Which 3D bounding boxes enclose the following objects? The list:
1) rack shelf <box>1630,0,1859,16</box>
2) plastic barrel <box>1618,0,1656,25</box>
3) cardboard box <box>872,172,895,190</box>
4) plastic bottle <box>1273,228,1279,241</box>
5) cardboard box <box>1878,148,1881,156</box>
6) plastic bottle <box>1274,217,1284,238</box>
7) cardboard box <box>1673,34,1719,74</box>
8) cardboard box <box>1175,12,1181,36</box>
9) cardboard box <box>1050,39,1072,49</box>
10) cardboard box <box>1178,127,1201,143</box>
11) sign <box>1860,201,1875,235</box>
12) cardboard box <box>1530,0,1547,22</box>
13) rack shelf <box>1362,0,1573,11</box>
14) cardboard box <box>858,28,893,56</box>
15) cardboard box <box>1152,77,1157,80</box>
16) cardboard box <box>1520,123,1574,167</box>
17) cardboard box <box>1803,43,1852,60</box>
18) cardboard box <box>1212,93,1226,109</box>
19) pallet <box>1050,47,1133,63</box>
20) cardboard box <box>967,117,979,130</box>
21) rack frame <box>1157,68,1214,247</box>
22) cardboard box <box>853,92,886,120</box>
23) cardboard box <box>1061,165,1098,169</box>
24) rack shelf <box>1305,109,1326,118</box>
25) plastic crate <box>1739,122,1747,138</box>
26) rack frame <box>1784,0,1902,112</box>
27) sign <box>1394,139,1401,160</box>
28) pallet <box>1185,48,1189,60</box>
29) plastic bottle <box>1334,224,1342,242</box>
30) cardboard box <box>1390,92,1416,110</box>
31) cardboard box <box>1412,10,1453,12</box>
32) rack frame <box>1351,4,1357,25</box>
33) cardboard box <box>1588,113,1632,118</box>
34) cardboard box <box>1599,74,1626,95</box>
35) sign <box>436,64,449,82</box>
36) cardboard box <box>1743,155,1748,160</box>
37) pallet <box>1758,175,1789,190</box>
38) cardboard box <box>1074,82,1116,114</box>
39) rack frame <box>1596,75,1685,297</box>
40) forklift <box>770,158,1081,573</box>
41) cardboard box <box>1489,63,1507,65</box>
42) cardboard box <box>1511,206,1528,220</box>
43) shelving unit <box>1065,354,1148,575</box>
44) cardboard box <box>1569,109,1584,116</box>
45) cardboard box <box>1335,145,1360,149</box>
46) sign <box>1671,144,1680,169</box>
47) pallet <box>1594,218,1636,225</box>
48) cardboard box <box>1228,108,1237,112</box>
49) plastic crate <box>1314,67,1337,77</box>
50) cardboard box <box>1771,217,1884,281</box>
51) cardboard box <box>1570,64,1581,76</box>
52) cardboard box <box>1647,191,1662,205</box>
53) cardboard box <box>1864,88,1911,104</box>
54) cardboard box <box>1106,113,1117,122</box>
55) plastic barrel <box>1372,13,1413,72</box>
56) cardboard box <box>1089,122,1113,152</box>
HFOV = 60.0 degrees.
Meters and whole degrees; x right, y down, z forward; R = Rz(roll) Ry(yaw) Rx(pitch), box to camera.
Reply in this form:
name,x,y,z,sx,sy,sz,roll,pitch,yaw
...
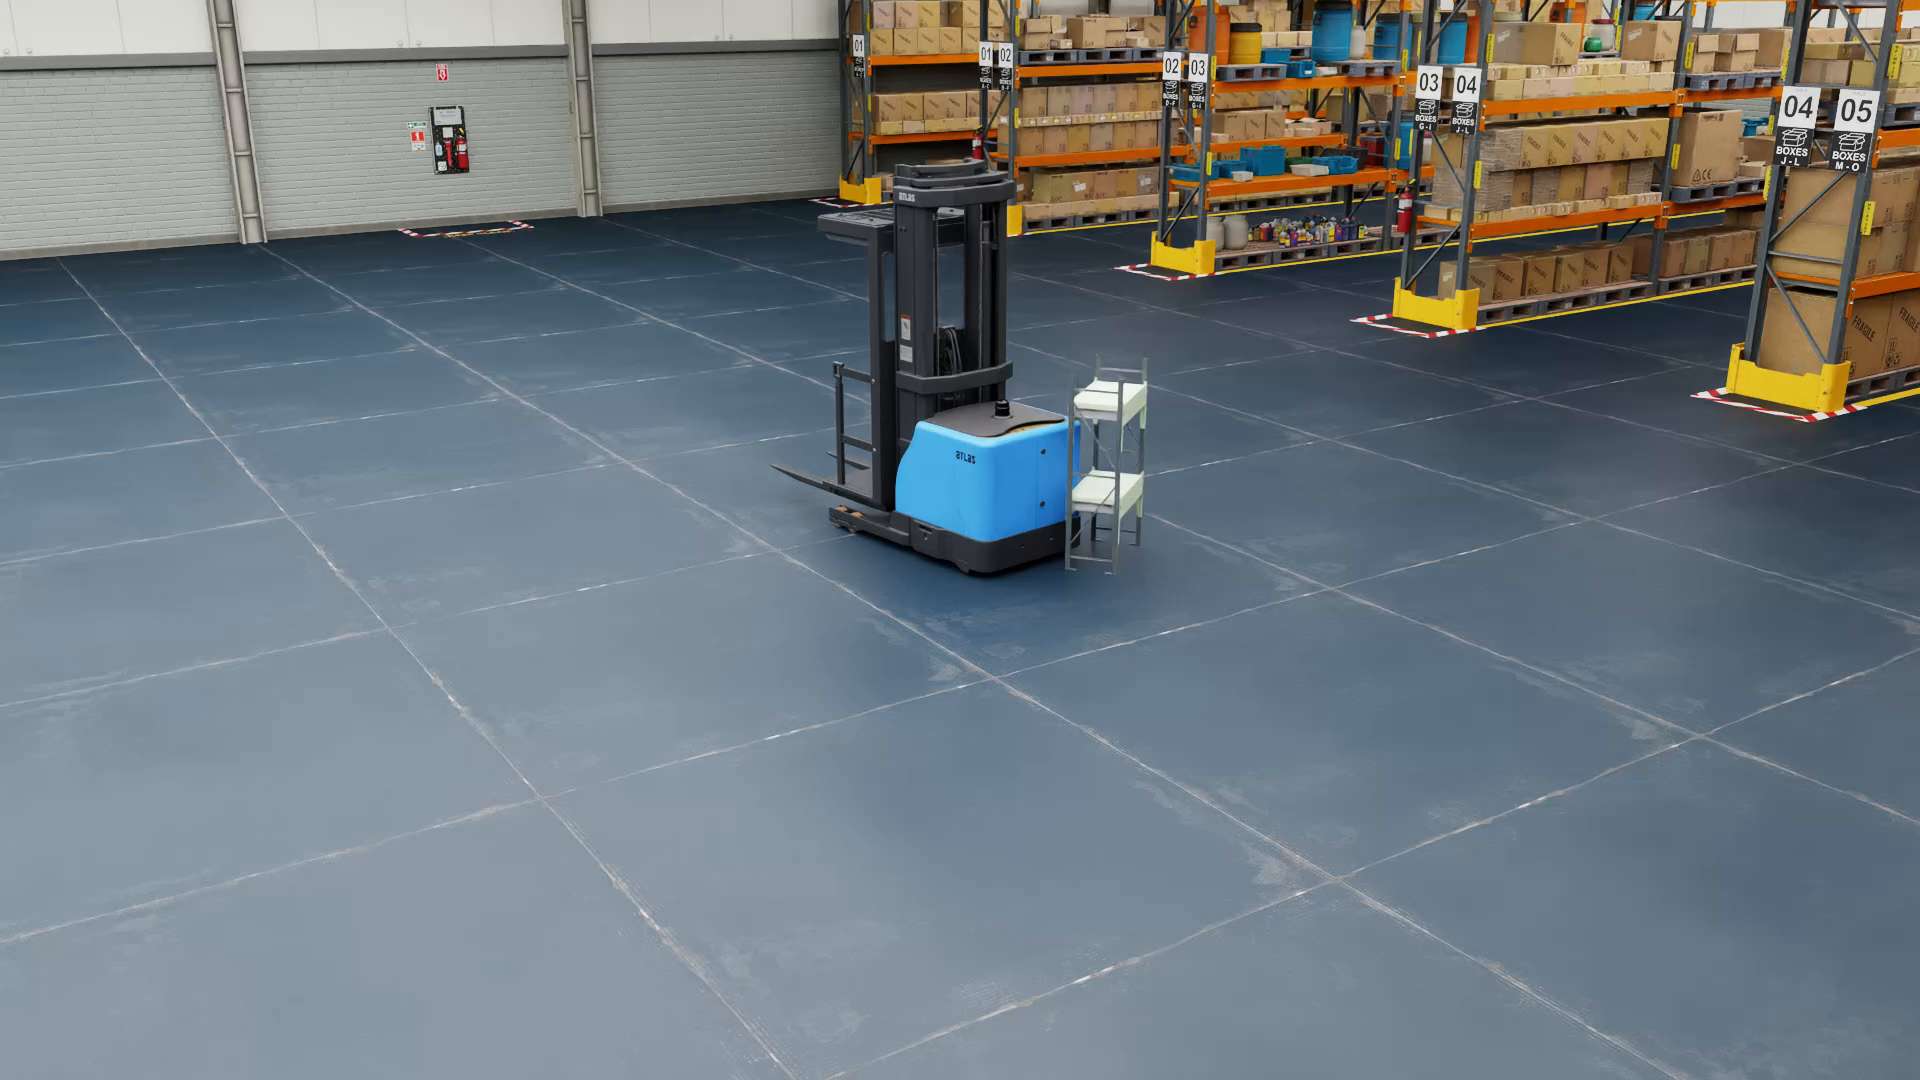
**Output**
name,x,y,z,sx,sy,sz,roll,pitch,yaw
rack shelf,11.119,-7.626,23.499,4.000,0.370,1.077,-12,22,-31
plastic barrel,12.064,-9.212,29.687,0.708,0.901,0.600,-12,22,-31
cardboard box,-1.438,-7.265,33.561,0.500,0.311,0.500,-15,24,-37
plastic bottle,5.102,-4.937,26.848,0.097,0.201,0.097,0,19,0
cardboard box,13.774,-5.818,25.615,0.500,0.500,0.500,-13,22,-33
plastic bottle,5.154,-5.068,27.002,0.185,0.351,0.144,-11,22,-29
cardboard box,9.895,-6.687,22.841,0.637,0.503,0.797,-13,23,-34
cardboard box,4.982,-11.417,36.806,0.500,0.500,0.700,-14,23,-36
cardboard box,1.742,-8.635,28.938,0.250,0.149,0.380,-12,22,-31
cardboard box,4.390,-7.640,31.393,0.500,0.250,0.500,-10,21,-28
sign,9.051,-3.211,16.584,0.005,0.325,0.100,-12,22,-31
cardboard box,11.979,-11.199,35.287,0.500,0.500,0.700,-12,22,-31
rack shelf,8.395,-8.951,27.418,4.000,0.370,1.077,-12,22,-31
cardboard box,-1.648,-9.702,32.388,0.500,0.500,0.500,-11,22,-30
cardboard box,4.345,-10.136,36.686,0.250,0.149,0.380,-16,24,-38
cardboard box,7.555,-5.118,21.518,0.500,0.500,0.500,-12,22,-31
cardboard box,8.846,-4.989,16.970,0.250,0.149,0.380,-12,22,-31
cardboard box,5.605,-9.946,37.329,0.500,0.500,0.500,-11,22,-30
pallet,2.287,-8.621,29.515,1.213,0.211,1.003,-12,22,-31
cardboard box,0.214,-8.532,34.003,0.500,0.250,0.500,-12,22,-32
rack frame,3.384,-5.582,25.073,0.127,3.000,1.000,-12,22,-31
cardboard box,-1.788,-8.666,33.226,0.500,0.500,0.500,-12,22,-32
cardboard box,2.192,-6.601,30.554,0.500,0.500,0.500,-12,22,-31
rack shelf,9.627,-10.357,40.321,4.000,0.370,1.077,-12,22,-31
plastic crate,14.782,-7.888,31.985,0.530,0.282,0.437,-12,22,-31
rack frame,8.751,-5.755,16.217,0.127,3.000,1.000,-12,22,-31
sign,7.018,-6.269,26.672,0.005,0.325,0.100,-12,22,-31
pallet,4.733,-9.102,31.098,1.217,0.209,0.805,-13,23,-34
plastic bottle,6.071,-4.944,26.740,0.133,0.283,0.061,-10,21,-28
cardboard box,9.243,-8.940,34.194,0.700,0.500,0.500,16,24,39
cardboard box,9.678,-10.543,34.096,0.600,0.600,0.600,-12,22,-32
rack frame,7.344,-11.159,32.201,0.127,3.000,1.000,-12,22,-31
cardboard box,8.933,-5.613,22.981,0.500,0.500,0.500,-12,22,-31
cardboard box,8.347,-5.981,21.805,0.500,0.250,0.500,-12,22,-32
sign,-9.114,-8.228,29.281,0.199,0.298,0.001,-12,22,-31
cardboard box,11.263,-5.561,24.588,0.500,0.250,0.500,-13,22,-33
pallet,12.252,-5.422,24.898,1.003,0.211,1.213,-12,22,-31
cardboard box,2.379,-7.929,29.834,0.500,0.500,0.700,-12,22,-31
rack frame,9.448,-4.962,23.239,0.127,3.000,1.000,-12,22,-31
forklift,-0.412,-1.541,13.226,1.130,2.935,3.031,-16,24,-38
cardboard box,6.814,-6.071,21.448,0.250,0.149,0.380,-12,22,-31
cardboard box,7.110,-4.253,21.535,0.250,0.149,0.380,-12,22,-31
shelving unit,1.112,-0.580,12.616,0.431,1.500,0.755,7,20,19
cardboard box,13.370,-9.529,36.593,0.500,0.500,0.500,-12,22,-31
cardboard box,8.041,-7.935,34.078,0.500,0.250,0.500,-11,22,-29
sign,9.753,-5.228,22.675,0.005,0.325,0.100,-12,22,-31
pallet,11.718,-6.034,30.763,1.213,0.211,1.003,-12,22,-31
cardboard box,6.078,-9.762,37.797,0.250,0.149,0.380,-12,22,-31
plastic crate,5.606,-7.192,25.563,0.396,0.136,0.243,-12,22,-31
cardboard box,9.036,-3.061,17.383,0.550,0.550,0.875,-12,22,-31
cardboard box,7.752,-6.059,21.412,0.250,0.149,0.380,-12,22,-32
cardboard box,9.430,-4.727,22.934,0.250,0.149,0.380,-12,22,-31
cardboard box,9.214,-4.436,16.579,0.250,0.149,0.380,-12,22,-31
cardboard box,2.612,-7.591,29.846,0.250,0.149,0.380,-11,22,-30
plastic barrel,7.030,-8.093,27.033,0.708,0.901,0.600,-12,22,-31
cardboard box,2.351,-7.307,30.020,0.500,0.500,0.700,-11,22,-30
